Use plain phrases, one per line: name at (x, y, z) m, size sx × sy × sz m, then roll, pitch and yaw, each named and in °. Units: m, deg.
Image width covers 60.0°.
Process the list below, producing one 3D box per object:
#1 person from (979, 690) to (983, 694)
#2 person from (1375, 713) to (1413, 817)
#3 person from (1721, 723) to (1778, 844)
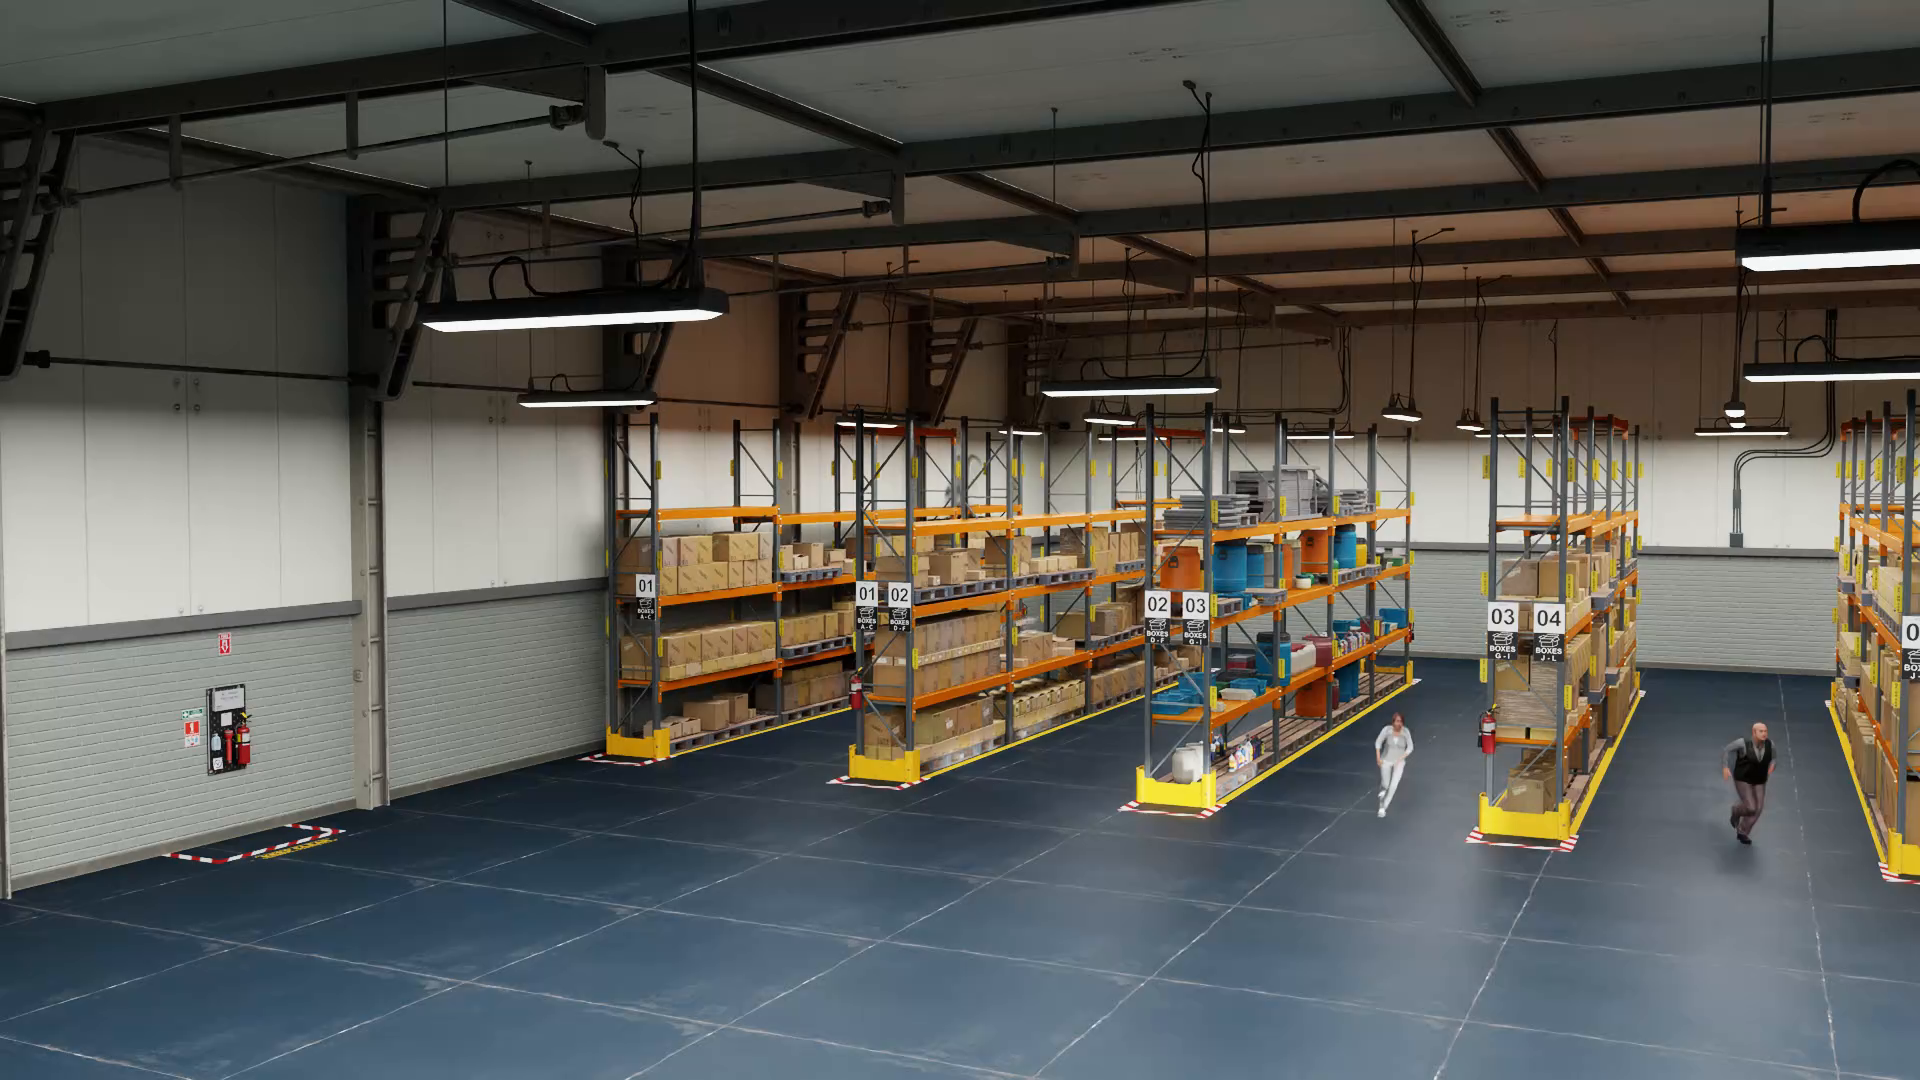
person at (0.200, 2.686, 34.437) m, size 0.678 × 1.792 × 1.018 m, roll 1°, pitch 3°, yaw 27°
person at (6.296, 3.242, 24.145) m, size 0.521 × 1.532 × 0.613 m, roll 0°, pitch 2°, yaw 6°
person at (10.593, 3.253, 22.235) m, size 0.647 × 1.652 × 0.721 m, roll 0°, pitch 2°, yaw -6°
